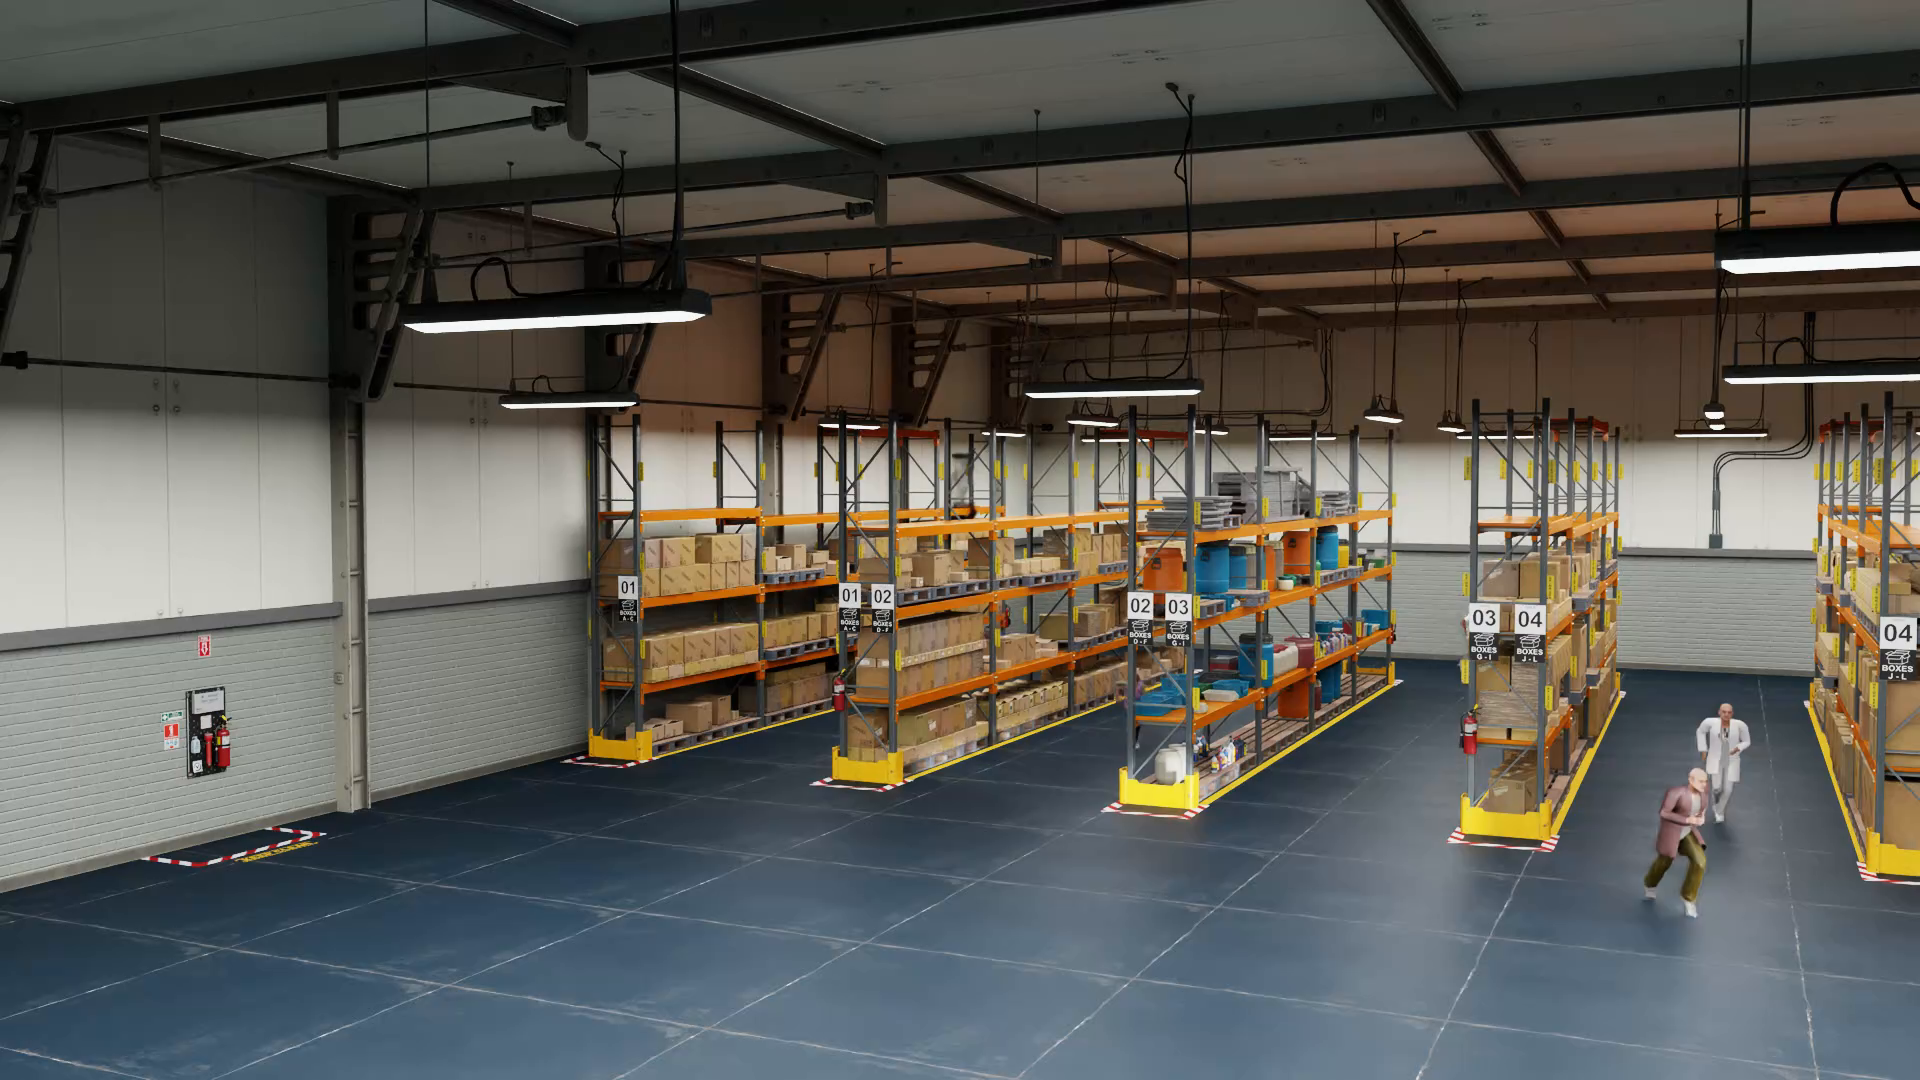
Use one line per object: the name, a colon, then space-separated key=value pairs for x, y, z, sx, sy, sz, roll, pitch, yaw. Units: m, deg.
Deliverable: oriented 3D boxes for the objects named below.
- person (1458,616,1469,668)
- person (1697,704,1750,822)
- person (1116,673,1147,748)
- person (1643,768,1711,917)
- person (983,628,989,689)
person: x=12.687 y=2.463 z=40.947 sx=0.694 sy=1.776 sz=0.987 roll=-2 pitch=3 yaw=-37
person: x=10.824 y=3.163 z=23.564 sx=0.674 sy=1.716 sz=0.736 roll=1 pitch=2 yaw=17
person: x=3.065 y=3.045 z=29.758 sx=0.569 sy=1.434 sz=0.866 roll=0 pitch=2 yaw=7
person: x=8.203 y=3.411 z=19.008 sx=0.752 sy=1.732 sz=1.072 roll=-1 pitch=2 yaw=-14
person: x=0.528 y=2.715 z=37.587 sx=0.603 sy=1.487 sz=0.856 roll=0 pitch=2 yaw=7
